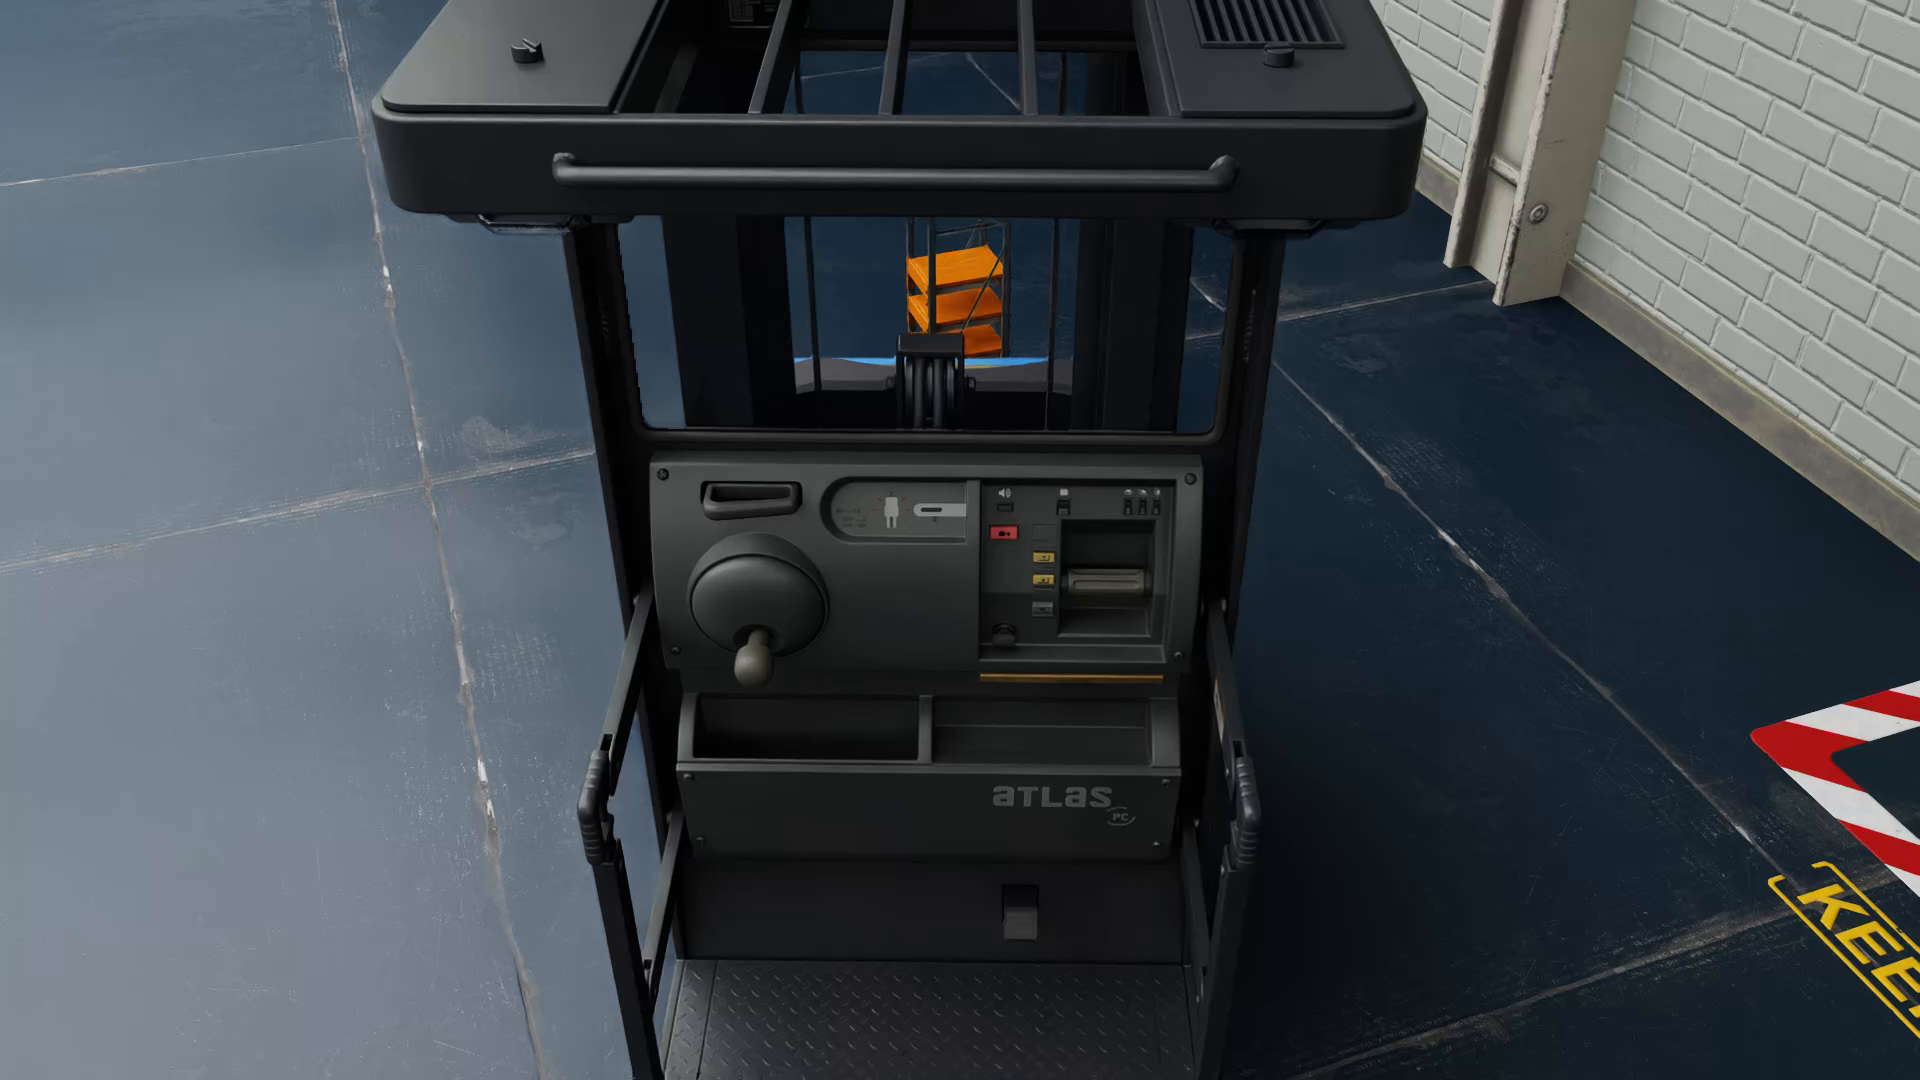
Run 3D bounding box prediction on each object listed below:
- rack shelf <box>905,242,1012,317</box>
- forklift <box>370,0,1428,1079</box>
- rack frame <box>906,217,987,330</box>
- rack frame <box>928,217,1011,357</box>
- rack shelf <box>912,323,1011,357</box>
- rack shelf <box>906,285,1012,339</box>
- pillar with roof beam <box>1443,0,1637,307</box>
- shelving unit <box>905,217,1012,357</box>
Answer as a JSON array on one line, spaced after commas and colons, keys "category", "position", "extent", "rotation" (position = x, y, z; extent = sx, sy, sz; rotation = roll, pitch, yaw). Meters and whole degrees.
[{"category": "rack shelf", "position": [-0.005, -0.739, 4.710], "extent": [0.258, 0.103, 0.180], "rotation": [-12, 39, -16]}, {"category": "forklift", "position": [-0.058, 0.121, 2.654], "extent": [1.130, 2.935, 3.031], "rotation": [1, 37, 1]}, {"category": "rack frame", "position": [-0.036, -0.539, 4.968], "extent": [0.240, 1.200, 0.006], "rotation": [-12, 39, -16]}, {"category": "rack frame", "position": [0.026, -0.436, 4.831], "extent": [0.240, 1.200, 0.006], "rotation": [-12, 39, -16]}, {"category": "rack shelf", "position": [-0.005, -0.548, 4.854], "extent": [0.258, 0.103, 0.180], "rotation": [-12, 39, -16]}, {"category": "rack shelf", "position": [-0.005, -0.644, 4.782], "extent": [0.258, 0.103, 0.180], "rotation": [-12, 39, -16]}, {"category": "pillar with roof beam", "position": [-1.871, -3.751, 2.751], "extent": [9.100, 9.000, 0.400], "rotation": [-12, 39, -16]}, {"category": "shelving unit", "position": [-0.005, -0.487, 4.900], "extent": [0.258, 1.200, 0.189], "rotation": [-12, 39, -16]}]
